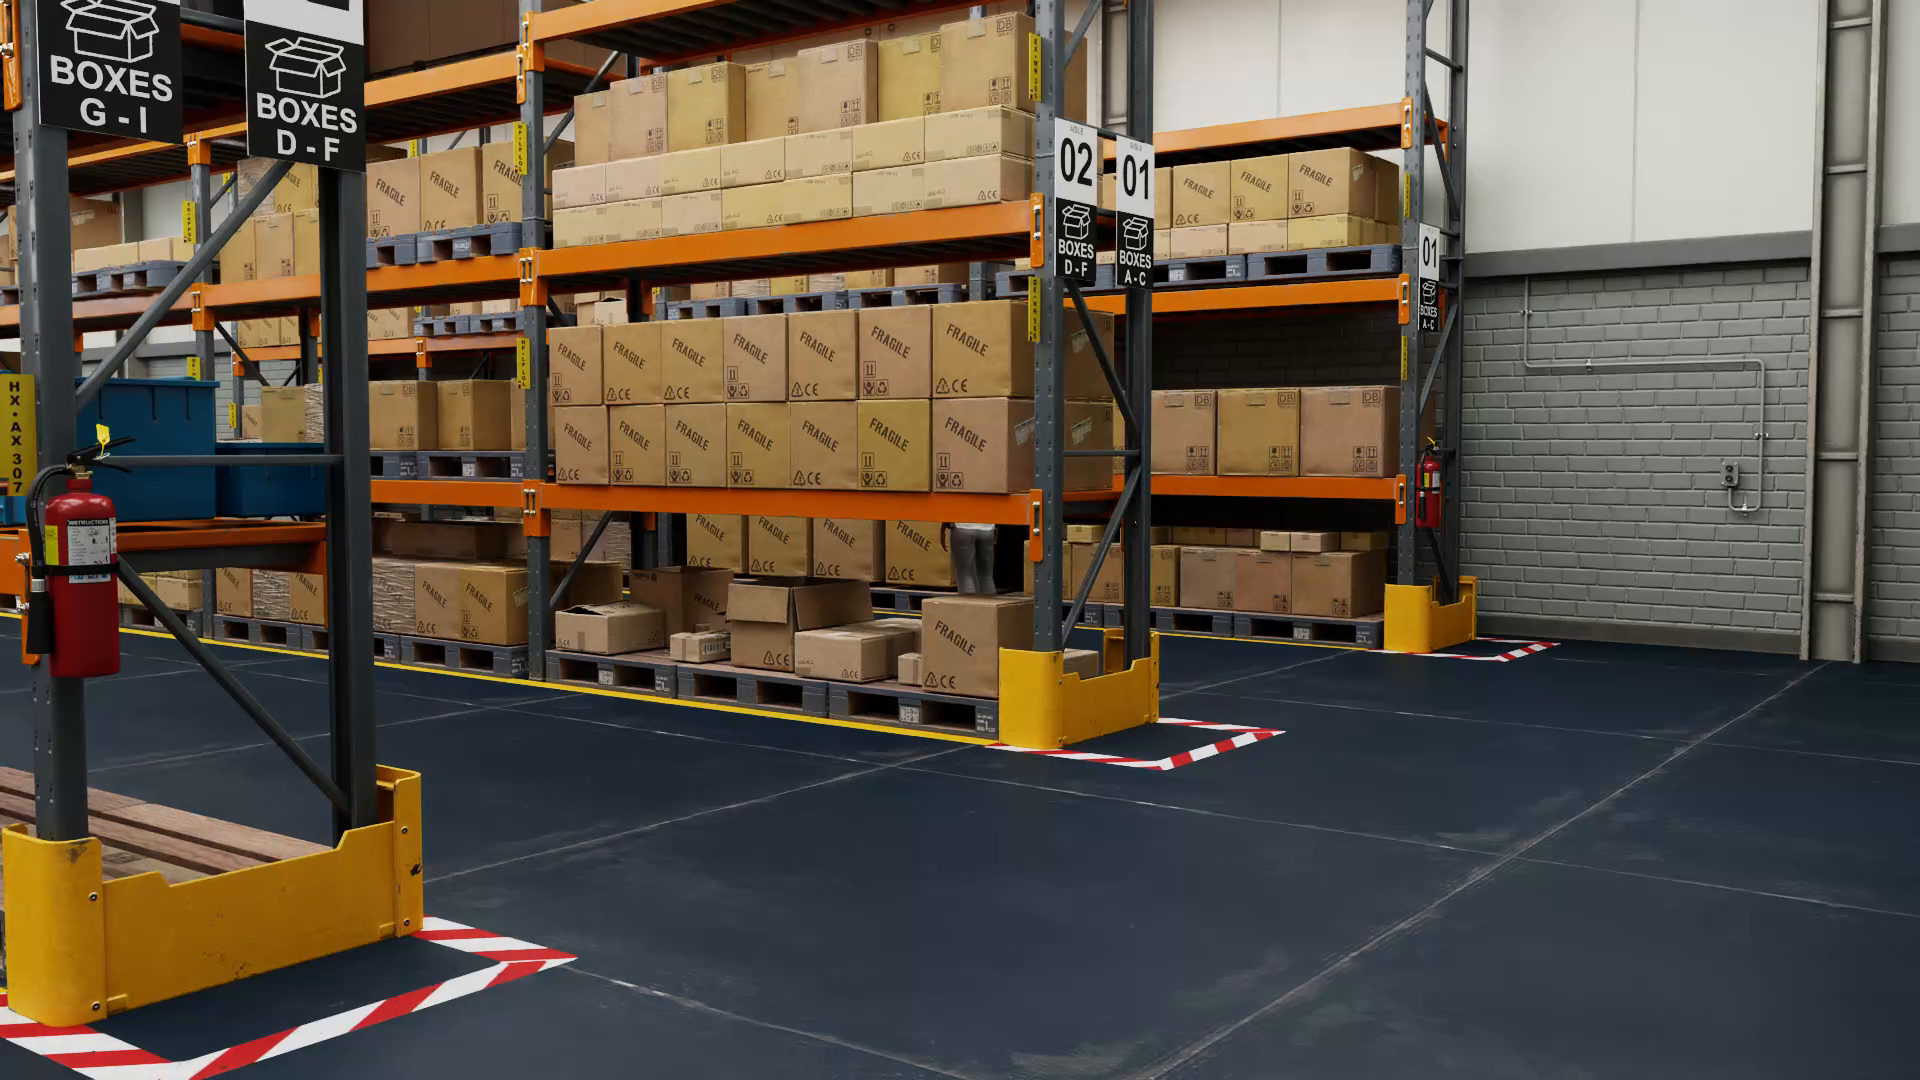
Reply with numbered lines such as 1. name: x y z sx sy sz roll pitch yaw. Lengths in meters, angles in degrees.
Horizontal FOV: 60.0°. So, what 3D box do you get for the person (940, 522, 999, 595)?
1. person: 0.075 -0.076 13.518 0.570 1.698 0.527 -2 4 -29
